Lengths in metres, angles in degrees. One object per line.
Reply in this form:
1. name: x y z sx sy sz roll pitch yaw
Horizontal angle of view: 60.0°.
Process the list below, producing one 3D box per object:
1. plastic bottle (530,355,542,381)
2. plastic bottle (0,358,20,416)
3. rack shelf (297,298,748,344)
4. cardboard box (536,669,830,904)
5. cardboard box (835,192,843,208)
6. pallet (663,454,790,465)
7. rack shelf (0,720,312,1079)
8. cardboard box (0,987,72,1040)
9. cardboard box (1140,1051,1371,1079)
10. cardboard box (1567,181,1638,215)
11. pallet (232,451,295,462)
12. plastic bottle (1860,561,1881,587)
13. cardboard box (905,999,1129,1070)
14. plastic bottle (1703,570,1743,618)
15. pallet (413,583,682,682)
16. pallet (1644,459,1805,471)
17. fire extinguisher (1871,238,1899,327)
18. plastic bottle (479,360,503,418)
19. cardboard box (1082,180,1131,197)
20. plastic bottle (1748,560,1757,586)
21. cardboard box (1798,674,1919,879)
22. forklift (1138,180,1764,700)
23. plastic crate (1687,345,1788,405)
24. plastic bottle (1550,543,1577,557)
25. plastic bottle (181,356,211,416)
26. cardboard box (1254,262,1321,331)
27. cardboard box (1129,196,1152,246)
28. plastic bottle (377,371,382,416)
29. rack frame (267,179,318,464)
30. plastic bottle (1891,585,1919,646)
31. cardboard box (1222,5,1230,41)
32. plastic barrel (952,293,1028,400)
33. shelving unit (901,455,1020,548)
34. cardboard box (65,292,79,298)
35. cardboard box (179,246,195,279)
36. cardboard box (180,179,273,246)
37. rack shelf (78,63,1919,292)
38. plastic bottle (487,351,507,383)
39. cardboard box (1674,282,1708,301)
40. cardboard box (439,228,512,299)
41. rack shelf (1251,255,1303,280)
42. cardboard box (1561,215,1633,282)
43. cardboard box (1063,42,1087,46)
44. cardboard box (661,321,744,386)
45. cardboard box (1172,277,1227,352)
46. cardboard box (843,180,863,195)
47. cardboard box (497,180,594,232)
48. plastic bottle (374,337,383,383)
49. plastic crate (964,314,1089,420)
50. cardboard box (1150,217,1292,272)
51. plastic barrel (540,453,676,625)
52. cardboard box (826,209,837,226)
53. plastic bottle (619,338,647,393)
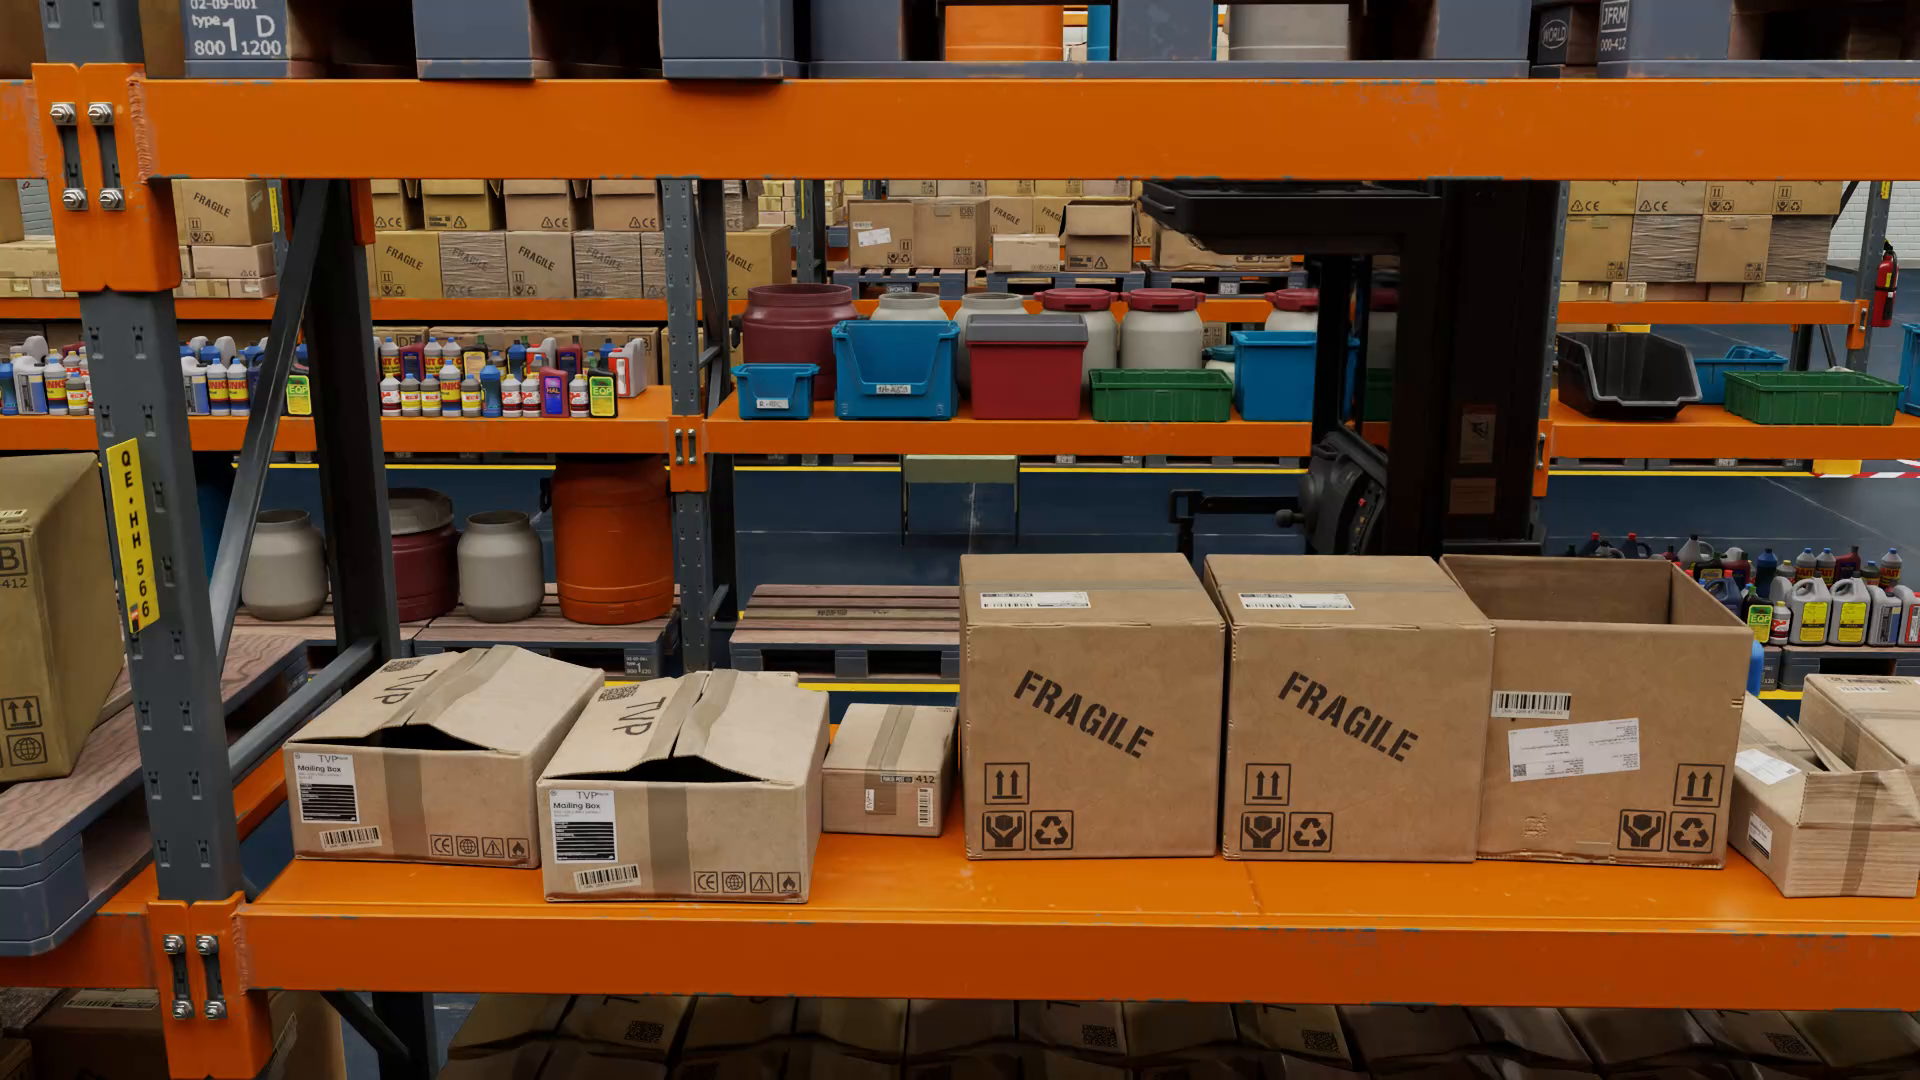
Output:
1. plastic bottle: -2.163 -0.848 8.564 0.097 0.201 0.097 0 15 0
2. plastic bottle: -4.588 -0.743 8.028 0.097 0.271 0.097 0 15 0
3. rack shelf: -3.165 -1.816 13.253 4.000 0.370 1.077 0 15 1
4. cardboard box: -0.533 0.474 3.339 0.500 0.311 0.500 0 15 1
5. cardboard box: -1.416 -3.695 18.051 0.250 0.149 0.380 1 15 4
6. pallet: -1.952 -0.827 13.560 1.213 0.211 1.003 0 15 1
7. rack shelf: -3.421 0.710 3.678 4.000 0.370 1.077 0 15 1
8. cardboard box: -2.393 1.294 4.095 0.500 0.500 0.500 0 15 -1
9. cardboard box: 0.643 1.317 3.434 0.500 0.311 0.500 0 15 1
10. cardboard box: 4.776 -2.726 12.553 0.500 0.500 0.500 0 15 1
11. pallet: -5.922 -0.853 13.661 1.213 0.211 1.003 0 15 1
12. plastic bottle: 4.797 0.213 8.777 0.097 0.201 0.097 0 15 0
13. cardboard box: 0.132 1.177 3.966 0.500 0.311 0.500 0 15 1
14. plastic bottle: 3.692 0.319 8.082 0.185 0.351 0.144 0 15 -1
15. pallet: -2.081 0.466 8.660 1.213 0.211 1.003 0 15 1
16. pallet: 5.945 -0.765 13.327 1.213 0.211 1.003 0 15 1
17. fire extinguisher: 6.935 -1.943 12.476 0.183 0.674 0.296 0 15 1
18. plastic bottle: -2.247 -0.728 7.970 0.097 0.271 0.097 0 15 0
19. cardboard box: 1.545 -3.929 17.695 0.500 0.500 0.700 0 15 2
20. plastic bottle: 4.154 0.209 8.792 0.097 0.201 0.097 0 15 0
21. cardboard box: 2.083 0.482 3.427 0.500 0.250 0.500 1 15 5
22. forklift: 1.120 -0.165 5.721 3.031 2.935 1.130 0 15 -1
23. plastic crate: 3.820 -0.852 8.480 0.616 0.251 0.499 0 15 1
24. plastic bottle: 3.196 0.158 8.823 0.133 0.283 0.061 1 15 4
25. plastic bottle: -3.680 -0.746 8.031 0.135 0.276 0.152 0 15 1
26. cardboard box: 3.688 -2.543 17.940 0.875 0.875 0.875 1 15 2
27. cardboard box: 2.027 -3.376 17.560 0.500 0.500 0.500 0 15 1
28. plastic bottle: -2.850 -0.733 7.965 0.133 0.283 0.061 0 15 1
29. rack frame: -5.164 -2.177 13.211 0.127 3.000 1.000 0 15 1
30. plastic bottle: 4.607 0.360 8.073 0.135 0.276 0.152 0 15 2
31. cardboard box: 2.366 -3.856 12.671 0.637 0.503 0.797 0 15 -1
32. plastic barrel: 0.163 -0.987 8.481 0.421 0.512 0.421 0 15 0
33. shelving unit: 0.007 -0.725 10.649 0.755 1.500 0.431 0 15 1
34. cardboard box: -6.762 -1.982 12.965 0.250 0.149 0.380 0 15 1
35. cardboard box: -6.130 -2.187 12.960 0.500 0.250 0.500 1 15 3
36. cardboard box: -5.630 -2.546 12.849 0.500 0.500 0.500 1 15 3
37. rack shelf: 0.577 -0.714 3.197 4.000 0.370 1.077 0 15 1
38. plastic bottle: -2.427 -0.889 8.717 0.097 0.201 0.097 0 15 0
39. cardboard box: 5.542 -1.934 12.785 0.250 0.149 0.380 0 15 1
40. cardboard box: -3.708 -2.152 12.921 0.500 0.500 0.500 0 15 0
41. rack shelf: 5.060 -3.028 17.848 4.000 0.370 1.077 0 15 1
42. cardboard box: 4.782 -2.295 12.878 0.500 0.500 0.875 0 15 1
43. cardboard box: 1.483 -6.447 22.007 0.500 0.250 0.500 1 15 2
44. cardboard box: -1.855 -1.336 13.367 0.875 0.875 1.225 0 15 -1
45. cardboard box: 2.438 -2.485 17.967 0.750 0.750 1.050 0 15 1
46. cardboard box: -1.403 -4.786 22.413 0.500 0.250 0.500 0 15 1
47. cardboard box: -3.218 -2.701 13.034 0.637 0.503 0.797 1 15 3
48. plastic bottle: -3.103 -0.922 8.698 0.135 0.276 0.152 0 15 1
49. plastic crate: 0.316 -0.830 7.981 0.583 0.464 0.402 0 15 1
50. cardboard box: 2.043 -2.659 13.038 1.000 1.000 1.000 0 15 2
51. plastic barrel: -1.781 -0.040 8.544 0.708 0.830 0.600 0 15 1
52. cardboard box: -1.443 -3.383 17.450 0.250 0.149 0.380 1 15 2
53. plastic bottle: -1.716 -0.913 8.664 0.135 0.276 0.152 0 15 1
